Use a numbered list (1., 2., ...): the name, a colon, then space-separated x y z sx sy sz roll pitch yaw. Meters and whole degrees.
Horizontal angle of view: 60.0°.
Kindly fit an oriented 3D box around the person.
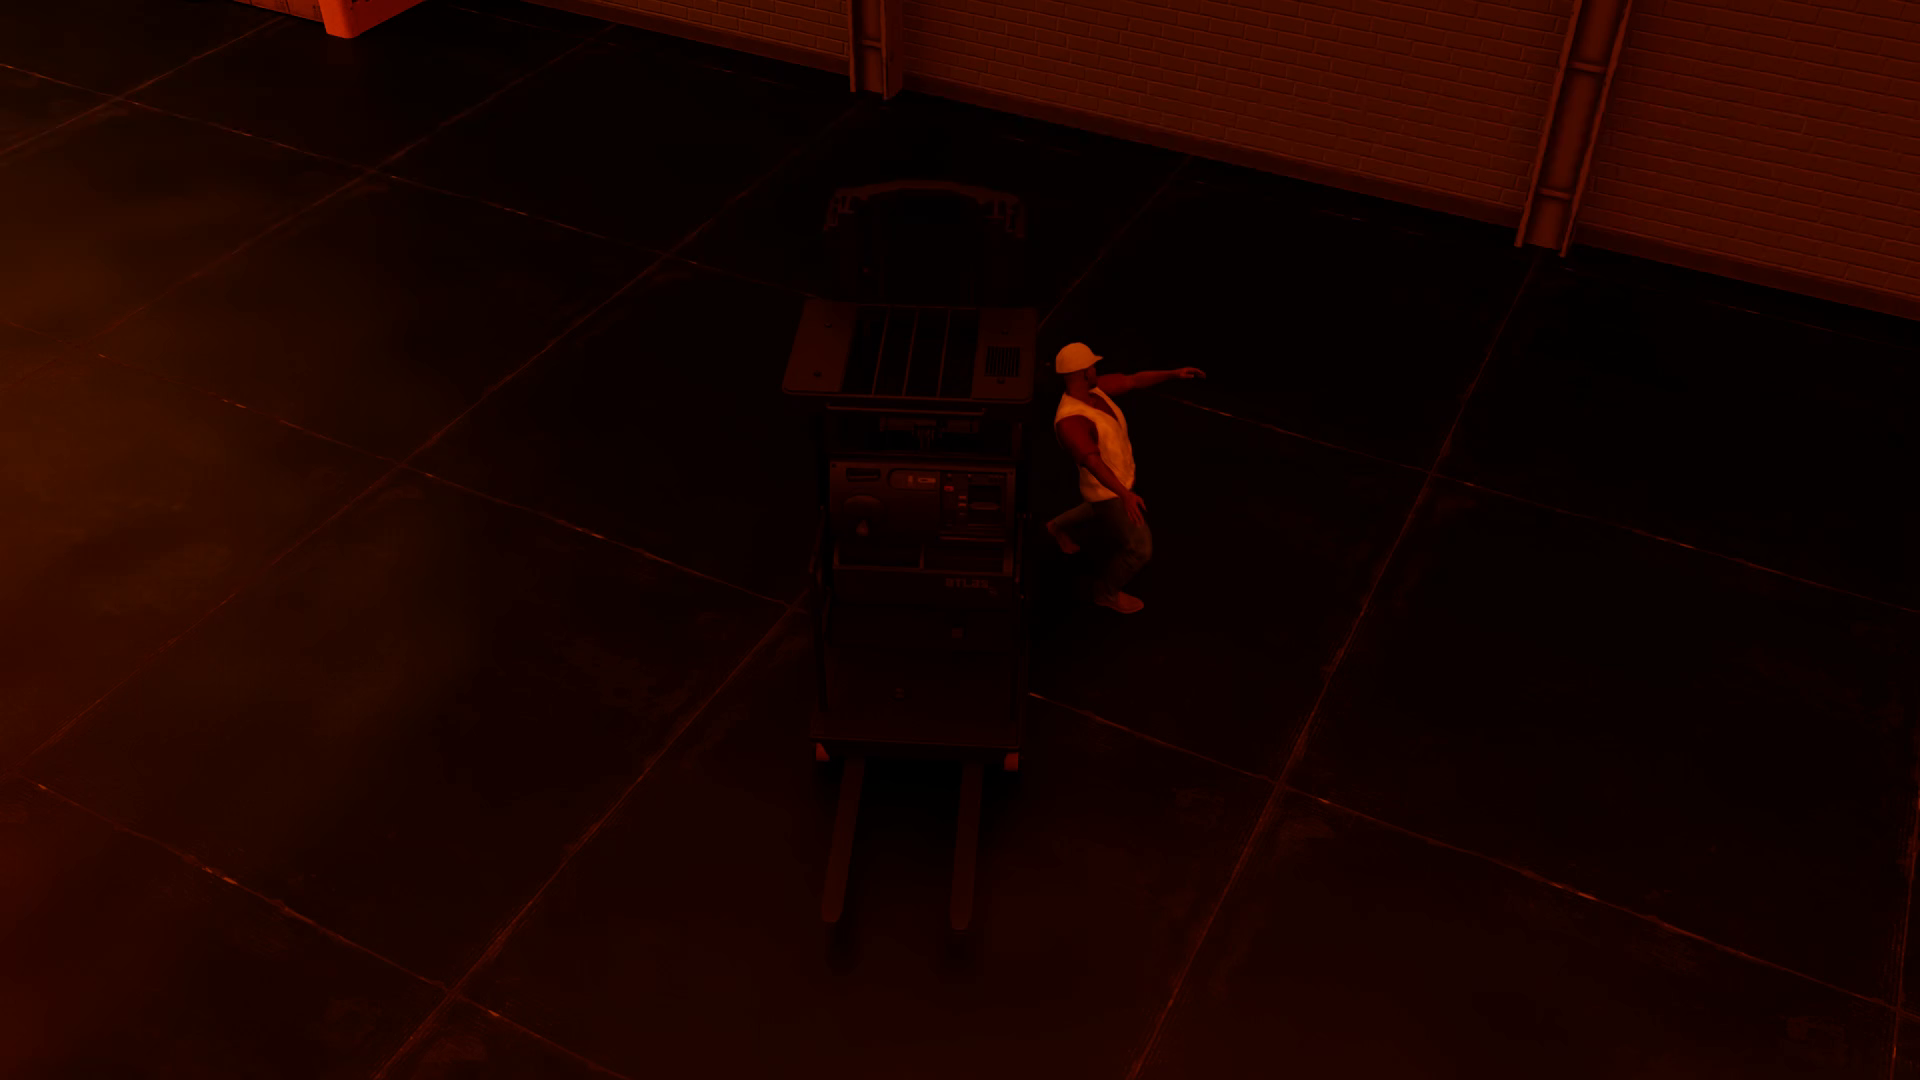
1. person: 0.896 -0.238 9.346 0.855 1.633 1.079 4 40 5

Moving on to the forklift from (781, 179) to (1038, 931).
1. forklift: -0.201 -0.119 8.128 1.130 2.935 3.031 3 40 3
